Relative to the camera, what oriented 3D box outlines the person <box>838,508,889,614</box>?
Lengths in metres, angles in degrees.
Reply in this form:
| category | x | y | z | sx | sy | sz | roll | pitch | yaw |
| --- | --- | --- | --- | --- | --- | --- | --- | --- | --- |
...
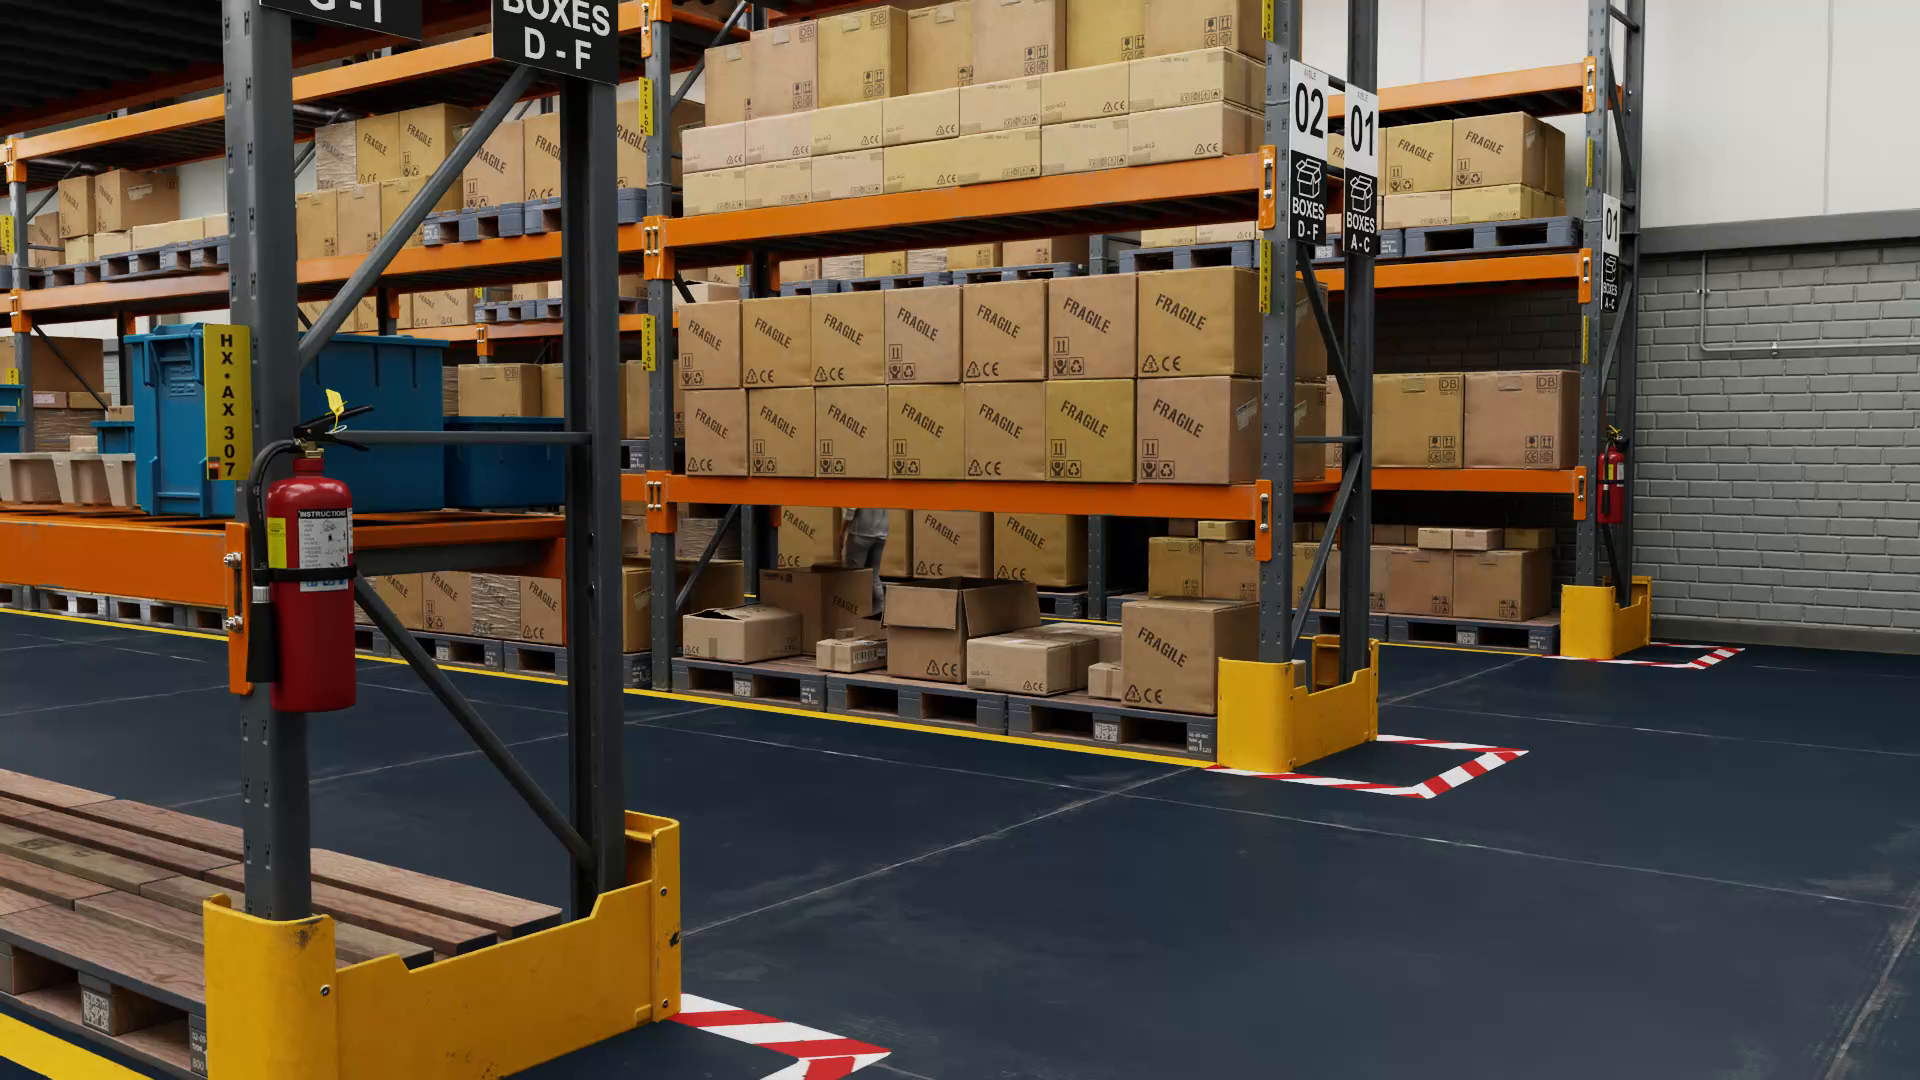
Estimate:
| category | x | y | z | sx | sy | sz | roll | pitch | yaw |
| --- | --- | --- | --- | --- | --- | --- | --- | --- | --- |
| person | -0.720 | -0.039 | 12.524 | 0.343 | 1.596 | 0.455 | 2 | 4 | 34 |
